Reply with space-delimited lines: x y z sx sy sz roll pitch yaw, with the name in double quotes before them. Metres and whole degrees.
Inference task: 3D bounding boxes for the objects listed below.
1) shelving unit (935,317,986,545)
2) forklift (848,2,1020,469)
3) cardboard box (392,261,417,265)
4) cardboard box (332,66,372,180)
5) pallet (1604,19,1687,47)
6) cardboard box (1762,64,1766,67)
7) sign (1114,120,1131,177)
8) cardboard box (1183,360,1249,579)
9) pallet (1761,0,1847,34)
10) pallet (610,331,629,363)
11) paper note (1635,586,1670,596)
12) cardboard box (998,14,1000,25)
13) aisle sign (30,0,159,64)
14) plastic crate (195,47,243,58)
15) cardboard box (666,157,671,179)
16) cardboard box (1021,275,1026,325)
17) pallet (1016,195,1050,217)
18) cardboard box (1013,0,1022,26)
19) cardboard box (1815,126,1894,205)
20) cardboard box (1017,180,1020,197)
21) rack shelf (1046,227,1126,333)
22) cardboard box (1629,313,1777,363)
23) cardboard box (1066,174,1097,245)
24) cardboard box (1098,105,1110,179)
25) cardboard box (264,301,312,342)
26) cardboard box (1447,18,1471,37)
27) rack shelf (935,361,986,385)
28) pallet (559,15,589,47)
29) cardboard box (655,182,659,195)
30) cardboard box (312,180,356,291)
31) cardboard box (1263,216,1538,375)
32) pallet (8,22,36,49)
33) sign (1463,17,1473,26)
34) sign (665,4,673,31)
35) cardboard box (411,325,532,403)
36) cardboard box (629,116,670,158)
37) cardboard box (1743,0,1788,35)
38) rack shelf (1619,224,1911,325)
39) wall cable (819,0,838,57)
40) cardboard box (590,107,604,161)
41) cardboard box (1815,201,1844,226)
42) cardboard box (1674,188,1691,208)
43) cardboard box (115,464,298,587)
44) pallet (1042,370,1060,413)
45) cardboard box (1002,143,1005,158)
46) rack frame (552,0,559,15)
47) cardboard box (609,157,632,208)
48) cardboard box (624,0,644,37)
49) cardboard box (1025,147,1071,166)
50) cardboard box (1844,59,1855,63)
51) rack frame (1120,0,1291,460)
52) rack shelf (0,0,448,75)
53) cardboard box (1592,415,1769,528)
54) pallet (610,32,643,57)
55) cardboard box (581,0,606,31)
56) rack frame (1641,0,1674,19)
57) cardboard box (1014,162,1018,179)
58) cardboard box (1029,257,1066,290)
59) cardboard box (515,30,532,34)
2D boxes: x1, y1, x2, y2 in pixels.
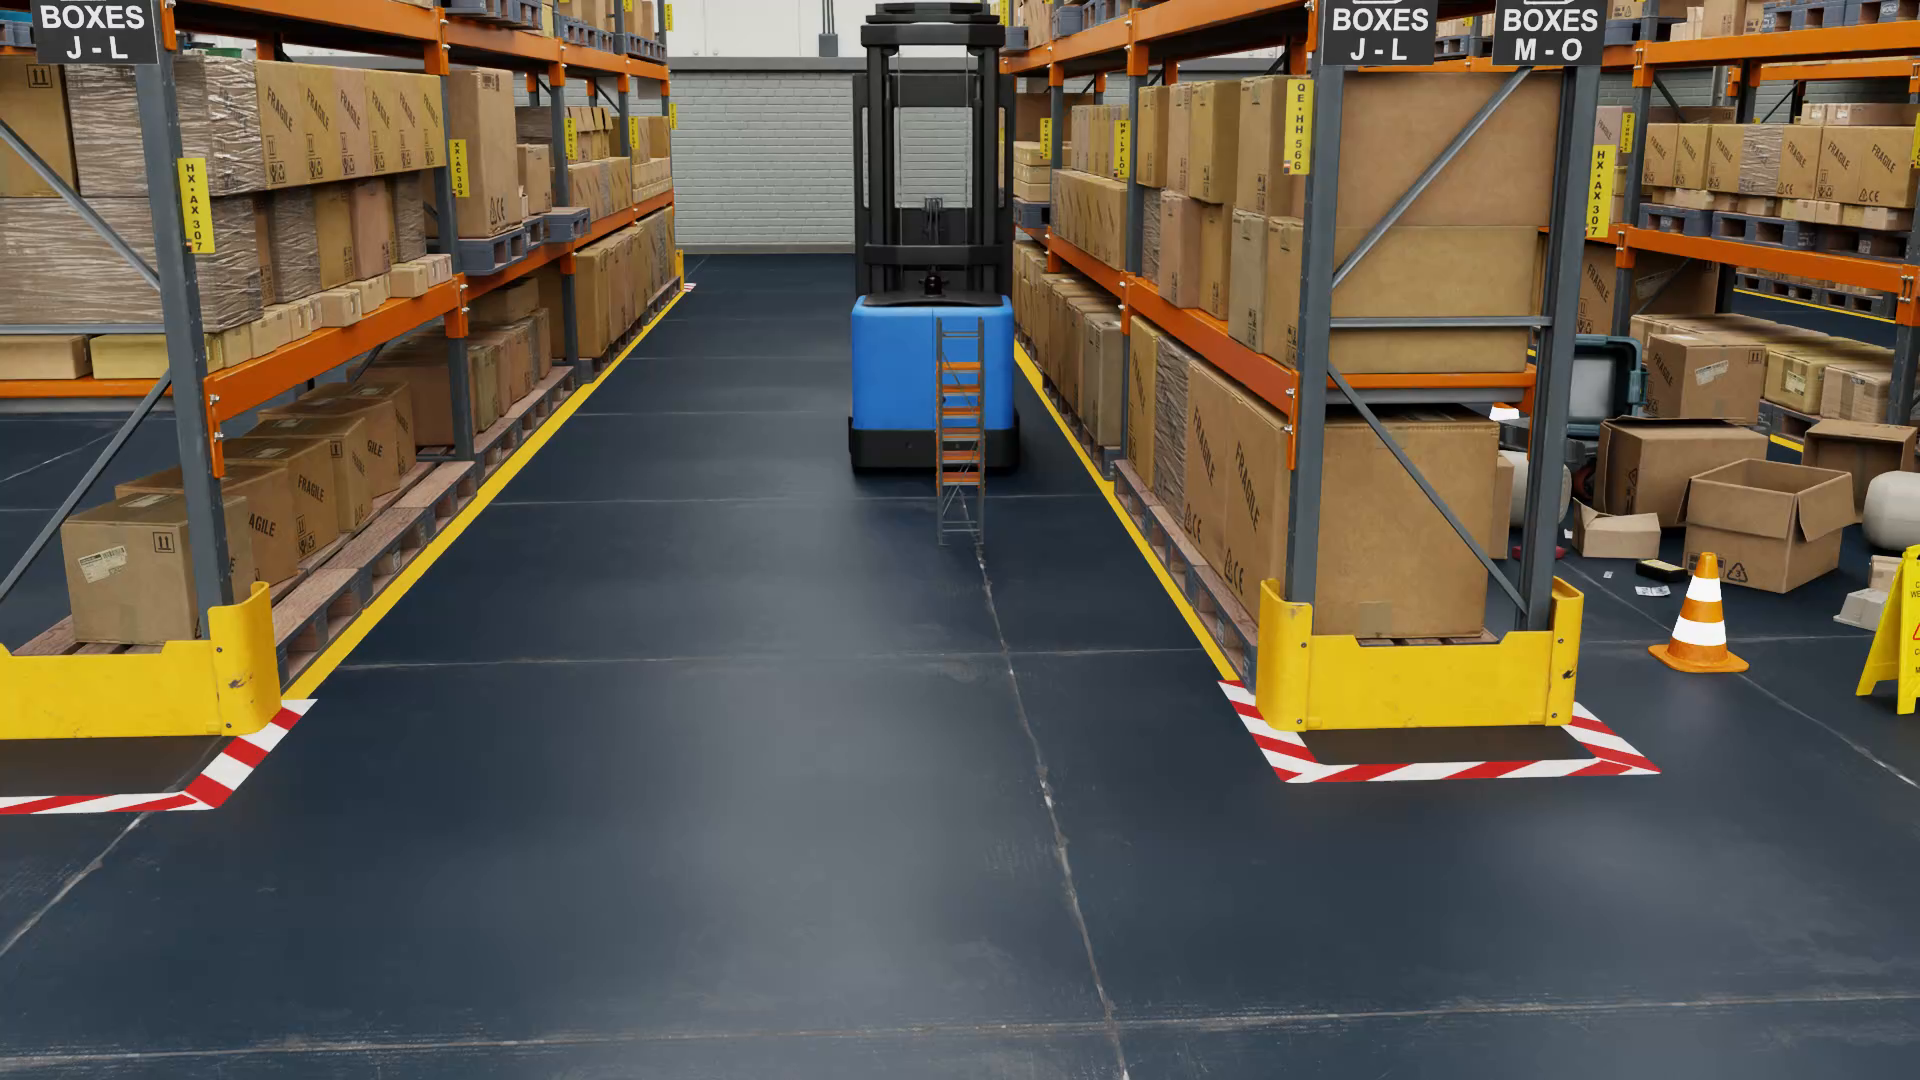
"shelving unit" 0.001 -0.577 8.863 0.258 1.200 0.189 -1 14 -3
"forklift" -0.180 -2.187 11.645 1.130 2.935 3.031 0 14 0
"cardboard box" -3.192 -1.439 9.102 0.380 0.149 0.250 -1 14 -3
"cardboard box" -3.068 -1.931 7.706 0.500 0.500 0.500 -1 14 -3
"pallet" 6.090 -4.403 14.478 1.213 0.211 1.003 0 14 -1
"cardboard box" 10.471 -6.133 21.327 0.380 0.149 0.250 -1 14 -2
"sign" 0.956 -2.298 9.772 0.100 0.325 0.005 -1 14 -3
"cardboard box" 1.580 -0.352 7.796 0.875 0.875 0.875 -1 14 -4
"pallet" 6.432 -3.662 11.598 1.213 0.211 1.003 -1 14 -3
"pallet" -3.754 -1.879 15.905 1.003 0.211 1.213 -1 14 -3
"paper note" 3.345 0.242 8.030 0.144 0.017 0.142 4 15 16
"cardboard box" 0.698 -5.638 18.198 0.500 0.250 0.500 -1 15 -6
"aisle sign" -2.909 -1.988 5.516 0.394 0.787 0.004 -1 14 -3
"plastic crate" -8.801 -5.752 19.767 0.450 0.188 0.336 -1 14 -3
"cardboard box" -3.909 -4.674 20.877 0.500 0.250 0.500 -1 14 -4
"cardboard box" 0.863 -2.319 16.193 0.500 0.500 0.500 -1 14 -2
"pallet" 1.085 -3.180 15.750 1.003 0.211 1.213 -1 14 -3
"cardboard box" 0.915 -5.384 16.870 0.700 0.500 0.500 -1 14 -3
"cardboard box" 6.141 -2.518 11.153 0.500 0.500 0.500 -1 14 -3
"cardboard box" 0.718 -3.166 14.973 0.380 0.149 0.250 -1 14 -4
"rack shelf" 1.373 -1.935 11.971 1.077 0.370 4.000 -1 14 -3
"cardboard box" 6.208 -1.673 13.938 0.950 0.372 0.625 -2 15 -7
"cardboard box" 1.072 -2.462 12.373 0.500 0.500 0.500 -1 14 -3
"cardboard box" 1.365 -2.821 11.765 0.700 0.500 0.500 -1 14 -4
"cardboard box" -3.033 -0.942 7.171 0.380 0.149 0.250 -1 14 -3
"cardboard box" 5.576 -5.671 18.252 0.396 0.266 0.258 0 14 -2
"rack shelf" 0.001 -0.883 8.784 0.258 0.103 0.180 -1 14 -3
"pallet" -3.801 -4.250 13.884 1.213 0.211 1.003 0 14 -1
"cardboard box" -3.758 -4.134 19.577 0.380 0.149 0.250 -1 14 -2
"cardboard box" -3.377 -1.442 7.812 0.875 0.500 0.500 -1 14 -3
"cardboard box" 1.676 -0.956 6.419 0.875 0.550 0.550 -1 14 -3
"pallet" -8.680 -4.534 14.986 1.003 0.211 1.213 -1 14 -3
"sign" 5.382 -5.610 17.593 0.100 0.325 0.005 -1 14 -3
"sign" -3.661 -6.567 20.893 0.100 0.325 0.005 -1 14 -3
"cardboard box" -3.557 -1.287 12.142 0.700 0.500 0.500 0 14 1
"cardboard box" -3.911 -5.037 20.781 0.500 0.500 0.500 -1 14 -3
"cardboard box" 6.306 -4.006 12.350 0.797 0.503 0.637 -1 14 -3
"rack shelf" 6.307 -2.037 12.366 1.077 0.370 4.000 -1 14 -3
"wall cable" -1.114 -10.642 25.872 2.277 5.999 0.120 -1 14 -3
"cardboard box" -3.877 -3.929 16.063 0.797 0.503 0.637 -1 14 -3
"cardboard box" 6.073 -2.222 11.306 0.380 0.149 0.250 -1 14 -4
"cardboard box" 5.973 -2.741 13.321 0.380 0.149 0.250 -2 15 -7
"cardboard box" -3.305 -0.036 7.322 0.500 0.500 0.500 3 15 11
"pallet" 1.223 -1.233 13.396 1.003 0.211 1.213 -1 14 -3
"cardboard box" 0.616 -3.845 16.419 0.380 0.149 0.250 -1 14 -4
"rack frame" -3.708 -5.635 12.867 1.000 3.000 0.127 -1 14 -3
"cardboard box" -3.654 -3.661 17.033 0.500 0.500 0.500 -1 14 -3
"cardboard box" -3.984 -5.937 18.817 0.700 0.500 0.500 0 14 -1
"cardboard box" 0.761 -3.266 14.166 0.380 0.149 0.250 -1 15 -6
"cardboard box" 10.554 -5.627 19.359 0.380 0.149 0.250 0 14 -2
"rack frame" 1.497 -1.786 9.948 1.000 3.000 0.127 -1 14 -3
"rack shelf" -3.336 -2.342 7.531 1.077 0.370 4.000 -1 14 -3
"cardboard box" 3.977 -0.380 9.220 0.797 0.637 0.503 -1 14 -3
"pallet" -3.996 -5.338 17.910 1.003 0.211 1.213 -1 14 -3
"cardboard box" -3.910 -5.285 16.483 0.700 0.500 0.500 -1 14 -2
"rack frame" 6.183 -5.788 13.462 1.000 3.000 0.127 -1 14 -3
"cardboard box" 0.699 -3.378 15.202 0.380 0.149 0.250 -1 14 -4
"cardboard box" 0.903 -2.428 15.113 0.500 0.250 0.500 -1 14 -3
"cardboard box" -3.361 -3.747 11.851 0.500 0.250 0.500 0 14 -2
